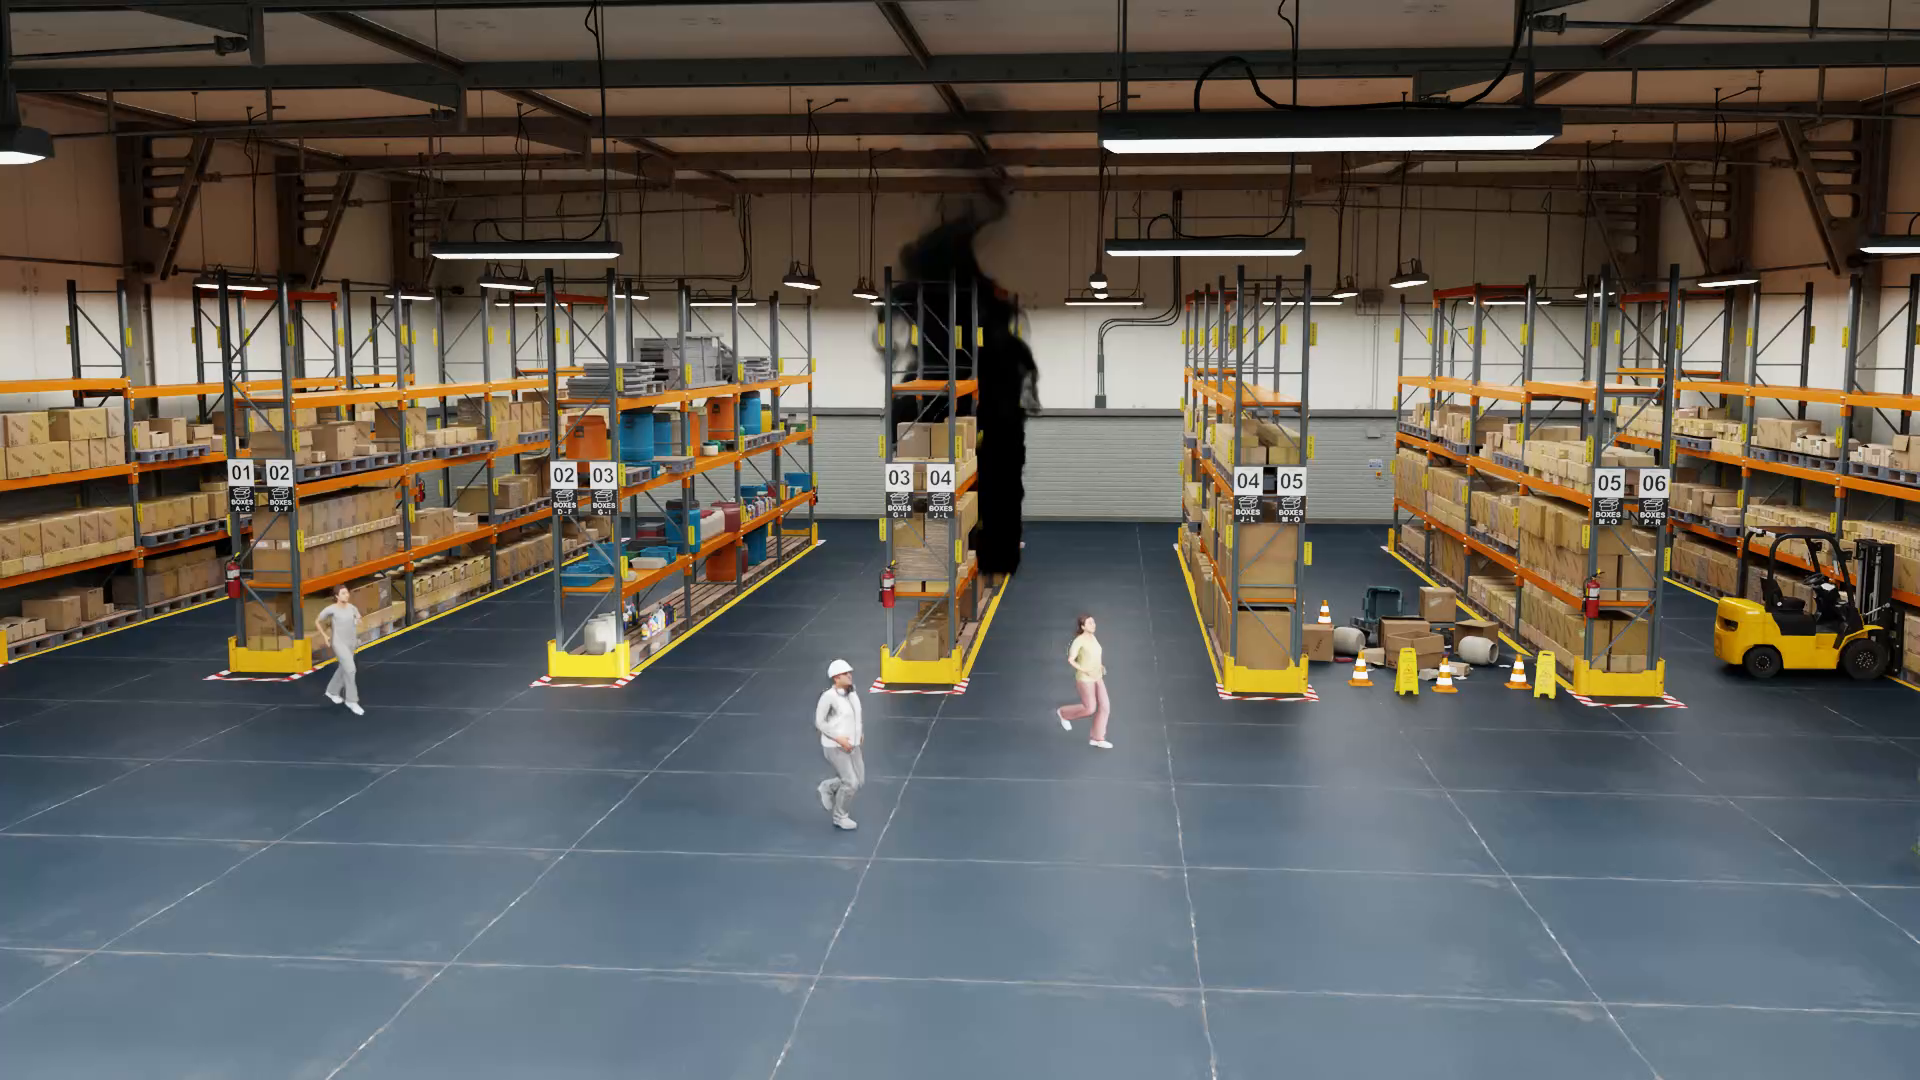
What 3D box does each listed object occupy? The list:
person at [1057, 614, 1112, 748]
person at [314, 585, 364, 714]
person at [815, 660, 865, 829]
[{"bbox_3d":[1.571,1.718,20.522,0.791,1.632,0.594,6,9,41],"label":"person"},{"bbox_3d":[-8.314,1.450,22.388,0.829,1.717,0.543,3,8,26],"label":"person"},{"bbox_3d":[-1.260,2.078,17.111,0.600,1.727,0.690,4,8,30],"label":"person"}]
